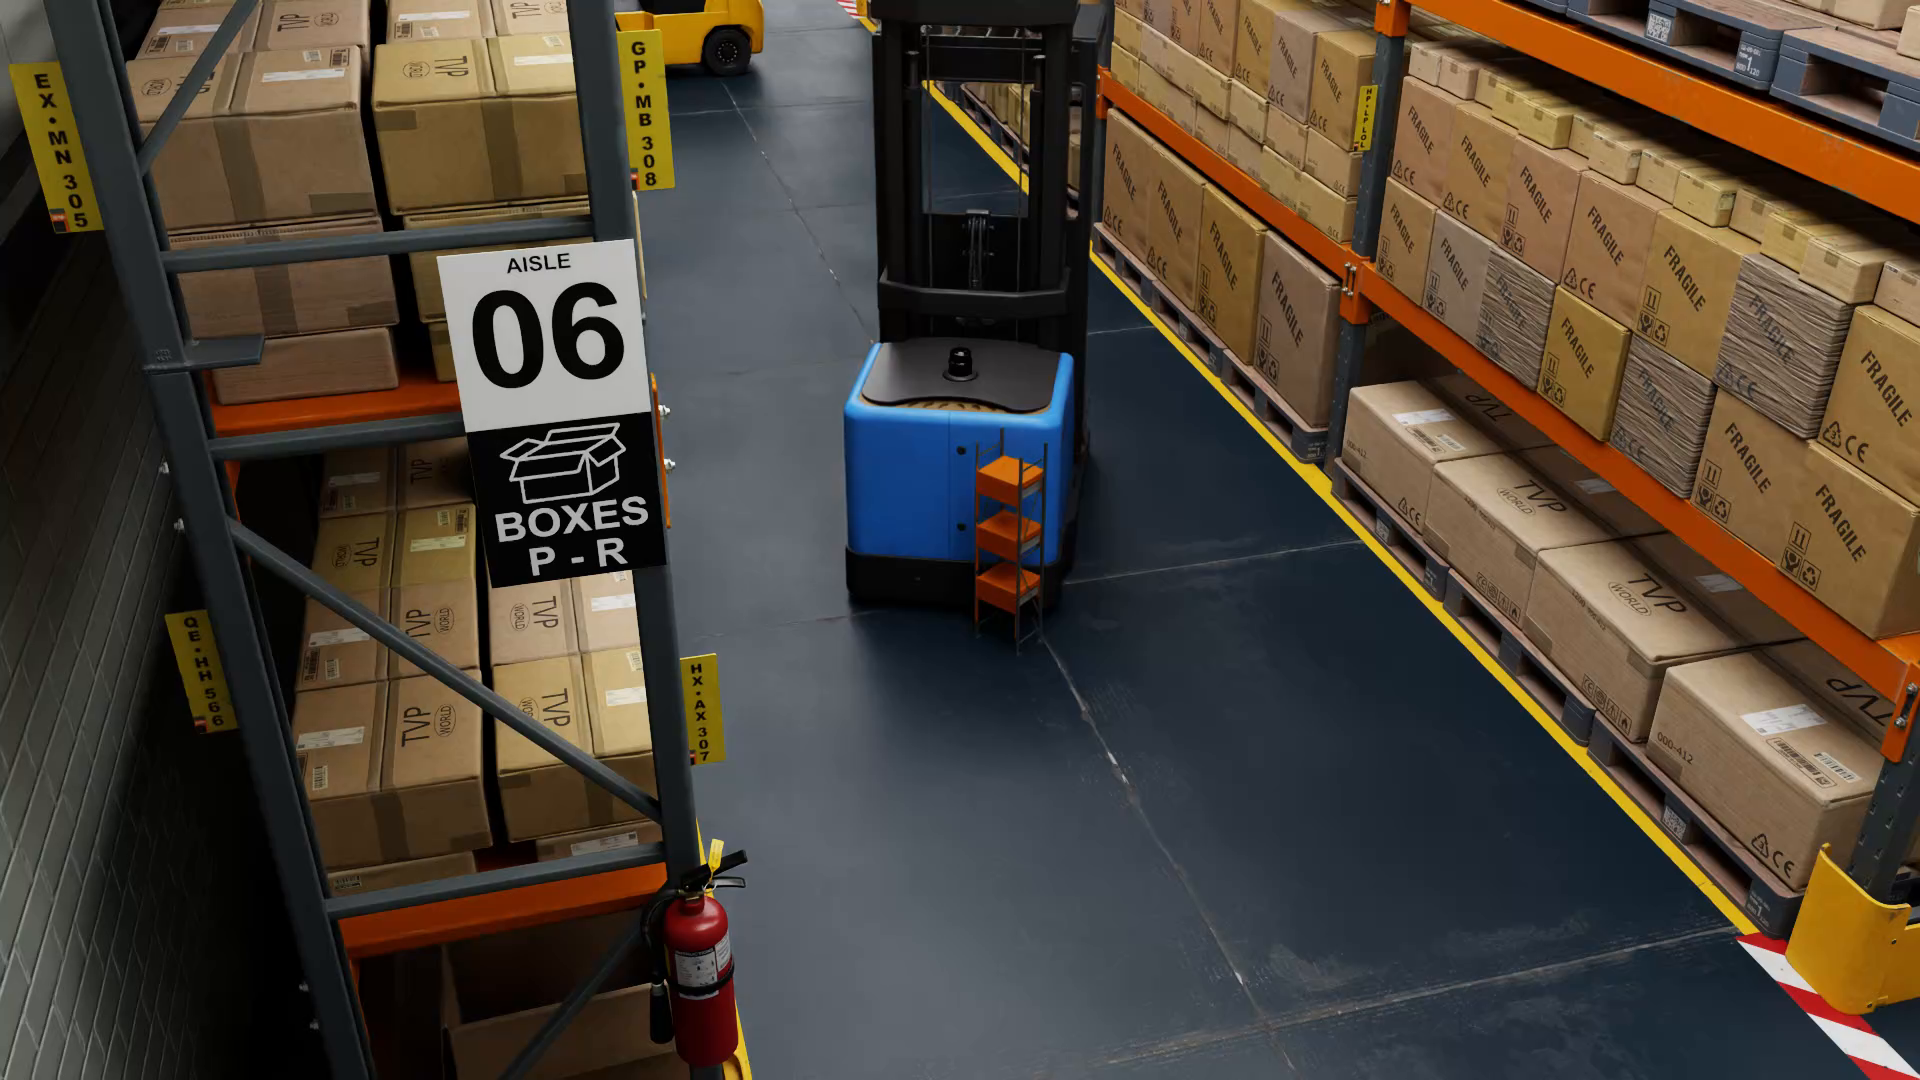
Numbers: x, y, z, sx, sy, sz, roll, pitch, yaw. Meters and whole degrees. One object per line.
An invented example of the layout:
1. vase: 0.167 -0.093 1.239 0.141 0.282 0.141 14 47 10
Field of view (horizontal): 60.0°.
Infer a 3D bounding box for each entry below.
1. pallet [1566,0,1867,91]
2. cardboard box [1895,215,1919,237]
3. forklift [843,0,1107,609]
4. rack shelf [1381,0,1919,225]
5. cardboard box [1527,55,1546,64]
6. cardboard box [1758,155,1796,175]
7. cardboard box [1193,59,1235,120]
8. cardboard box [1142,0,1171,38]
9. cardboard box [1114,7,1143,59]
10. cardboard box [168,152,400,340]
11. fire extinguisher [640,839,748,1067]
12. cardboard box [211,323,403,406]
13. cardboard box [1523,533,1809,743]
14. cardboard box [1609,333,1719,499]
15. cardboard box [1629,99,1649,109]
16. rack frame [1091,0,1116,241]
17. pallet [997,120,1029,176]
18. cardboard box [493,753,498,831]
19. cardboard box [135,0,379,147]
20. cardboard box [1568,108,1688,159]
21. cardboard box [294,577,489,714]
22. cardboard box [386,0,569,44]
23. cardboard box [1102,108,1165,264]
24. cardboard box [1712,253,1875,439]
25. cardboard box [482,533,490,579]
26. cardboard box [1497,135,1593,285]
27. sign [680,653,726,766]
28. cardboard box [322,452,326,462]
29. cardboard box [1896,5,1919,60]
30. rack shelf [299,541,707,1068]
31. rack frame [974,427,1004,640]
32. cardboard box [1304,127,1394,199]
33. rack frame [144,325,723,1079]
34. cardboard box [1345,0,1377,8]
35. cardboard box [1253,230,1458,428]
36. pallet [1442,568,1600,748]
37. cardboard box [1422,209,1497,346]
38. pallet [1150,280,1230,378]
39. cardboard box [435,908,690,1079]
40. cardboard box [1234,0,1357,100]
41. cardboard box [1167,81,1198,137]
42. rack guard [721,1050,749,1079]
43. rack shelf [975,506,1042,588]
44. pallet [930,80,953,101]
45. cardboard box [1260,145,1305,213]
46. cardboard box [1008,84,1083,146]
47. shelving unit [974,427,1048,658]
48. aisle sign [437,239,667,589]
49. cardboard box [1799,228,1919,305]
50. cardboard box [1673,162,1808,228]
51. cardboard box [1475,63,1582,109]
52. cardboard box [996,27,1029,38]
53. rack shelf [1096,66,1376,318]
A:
1. pallet: 3.080 -1.995 6.297 1.003 0.211 1.213 -8 31 -13
2. cardboard box: 3.604 -1.136 5.973 0.380 0.149 0.250 -9 31 -15
3. forklift: 0.155 -1.651 8.676 1.130 2.935 3.031 4 30 7
4. rack shelf: 3.084 -1.741 6.487 1.077 0.370 4.000 -8 31 -13
5. cardboard box: 2.907 -2.229 7.861 0.380 0.149 0.250 -7 31 -12
6. cardboard box: 3.417 -1.508 6.615 0.380 0.149 0.250 -9 31 -14
7. cardboard box: 1.766 -2.787 10.221 0.500 0.250 0.500 -7 31 -12
8. cardboard box: 1.528 -3.619 10.910 0.500 0.500 0.500 -8 31 -13
9. cardboard box: 1.388 -3.526 11.498 0.500 0.250 0.500 -8 31 -14
10. cardboard box: -1.550 -0.667 3.767 0.500 0.250 0.500 -8 31 -14
11. fire extinguisher: -0.685 1.078 4.343 0.296 0.674 0.183 -8 31 -13
12. cardboard box: -1.478 -0.440 3.772 0.380 0.149 0.250 -7 31 -12
13. cardboard box: 3.092 0.393 7.216 0.875 0.438 0.875 -7 31 -12
14. cardboard box: 2.967 -0.521 6.556 0.500 0.500 0.500 -7 31 -12
15. cardboard box: 3.150 -1.871 7.243 0.380 0.149 0.250 -8 31 -14
16. rack frame: 1.491 -3.652 12.065 1.000 3.000 0.127 -8 31 -13
17. pallet: 0.965 -3.411 14.432 1.003 0.211 1.213 -8 31 -13
18. cardboard box: -1.525 0.727 4.750 0.380 0.149 0.250 -7 31 -12
19. cardboard box: -1.694 -1.134 4.074 0.500 0.250 0.500 -9 31 -15
20. cardboard box: 2.774 -1.680 6.912 0.380 0.149 0.250 -8 31 -13
21. cardboard box: -1.683 0.374 4.963 0.500 0.250 0.500 -8 31 -13
22. cardboard box: -1.162 -1.201 4.189 0.500 0.250 0.500 -8 31 -14
23. cardboard box: 1.595 -2.570 11.897 0.875 0.875 0.875 -8 31 -14
24. cardboard box: 3.090 -0.714 5.891 0.500 0.500 0.500 -8 31 -13
25. cardboard box: -1.302 0.067 5.493 0.500 0.250 0.500 -8 31 -14
26. cardboard box: 2.699 -1.440 7.146 0.500 0.500 0.500 -7 31 -12
27. sign: -0.647 0.427 4.154 0.100 0.325 0.005 -8 31 -13
28. cardboard box: -2.086 -0.356 6.224 0.500 0.250 0.500 -7 31 -12
29. cardboard box: 3.220 -1.600 5.257 0.380 0.149 0.250 -10 32 -17
30. rack shelf: -1.701 0.219 6.095 1.077 0.370 4.000 -8 31 -13
31. rack frame: 0.134 -0.018 7.734 0.008 1.050 0.200 22 37 33
32. cardboard box: 2.202 -2.052 8.952 0.500 0.250 0.500 -8 31 -13
33. rack frame: -1.170 0.874 4.246 1.000 3.000 0.127 -8 31 -13
34. cardboard box: 2.421 -2.931 9.722 0.500 0.500 0.500 -9 31 -15
35. cardboard box: 2.311 -1.271 9.654 0.875 0.875 0.875 -7 31 -12
36. pallet: 3.007 0.455 7.754 1.003 0.211 1.213 -8 31 -13
37. cardboard box: 2.555 -1.258 7.830 0.500 0.500 0.500 -8 31 -13
38. pallet: 1.948 -1.466 11.072 1.003 0.211 1.213 -8 31 -13
39. cardboard box: -1.241 1.464 5.299 0.797 0.503 0.637 -9 31 -15
40. cardboard box: 1.932 -2.875 9.625 0.500 0.500 0.500 -7 31 -12
41. cardboard box: 1.666 -2.817 10.773 0.500 0.250 0.500 -7 31 -12
42. rack guard: -1.190 1.919 4.936 1.175 0.500 0.348 -8 31 -13
43. rack shelf: 0.229 0.029 7.673 0.240 0.259 0.215 22 37 33
44. pallet: 0.217 -4.697 16.654 1.003 0.211 1.213 -8 31 -13
45. cardboard box: 2.057 -2.084 9.507 0.500 0.250 0.500 -8 31 -14
46. cardboard box: 0.952 -3.693 14.340 0.950 0.372 0.625 -7 31 -12
47. shelving unit: 0.229 0.020 7.667 0.252 1.050 0.215 22 37 33
48. aisle sign: -0.869 -0.258 3.606 0.394 0.787 0.004 -8 31 -13
49. cardboard box: 3.086 -0.925 5.608 0.380 0.149 0.250 -8 31 -14
50. cardboard box: 2.935 -1.301 6.257 0.380 0.149 0.250 -7 31 -12
51. cardboard box: 2.579 -2.050 7.553 0.380 0.149 0.250 -8 31 -14
52. cardboard box: 0.534 -5.221 16.353 0.500 0.500 0.500 -6 31 -11
53. rack shelf: 2.022 -2.375 10.577 1.077 0.370 4.000 -8 31 -13
